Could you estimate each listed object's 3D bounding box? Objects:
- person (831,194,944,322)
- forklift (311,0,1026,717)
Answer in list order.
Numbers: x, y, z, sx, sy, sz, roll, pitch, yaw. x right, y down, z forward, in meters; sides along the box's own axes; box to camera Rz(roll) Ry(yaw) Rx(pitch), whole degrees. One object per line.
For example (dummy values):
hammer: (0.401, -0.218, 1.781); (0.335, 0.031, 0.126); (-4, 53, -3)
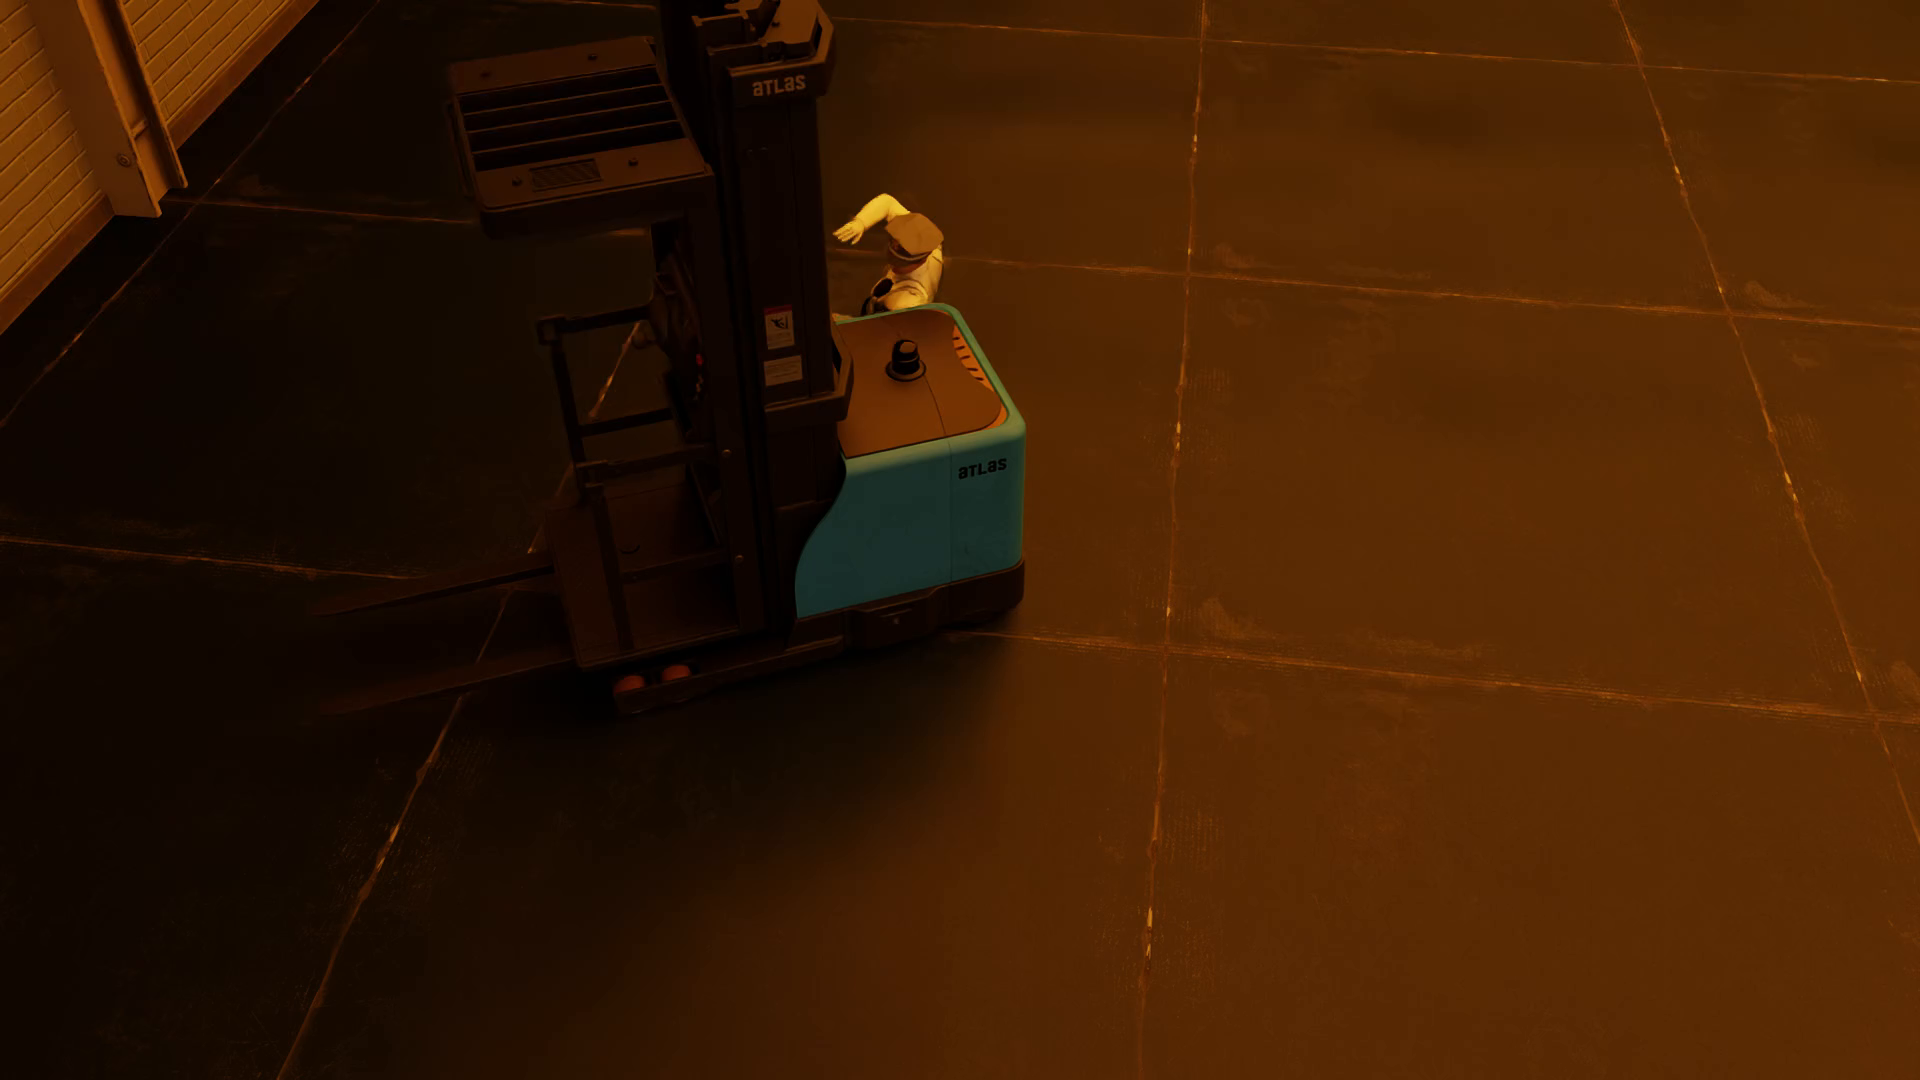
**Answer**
person: (-0.496, -0.878, 7.834); (0.882, 1.397, 0.942); (31, 51, 29)
forklift: (-1.286, -0.744, 6.534); (3.031, 2.935, 1.130); (-13, 44, -14)
